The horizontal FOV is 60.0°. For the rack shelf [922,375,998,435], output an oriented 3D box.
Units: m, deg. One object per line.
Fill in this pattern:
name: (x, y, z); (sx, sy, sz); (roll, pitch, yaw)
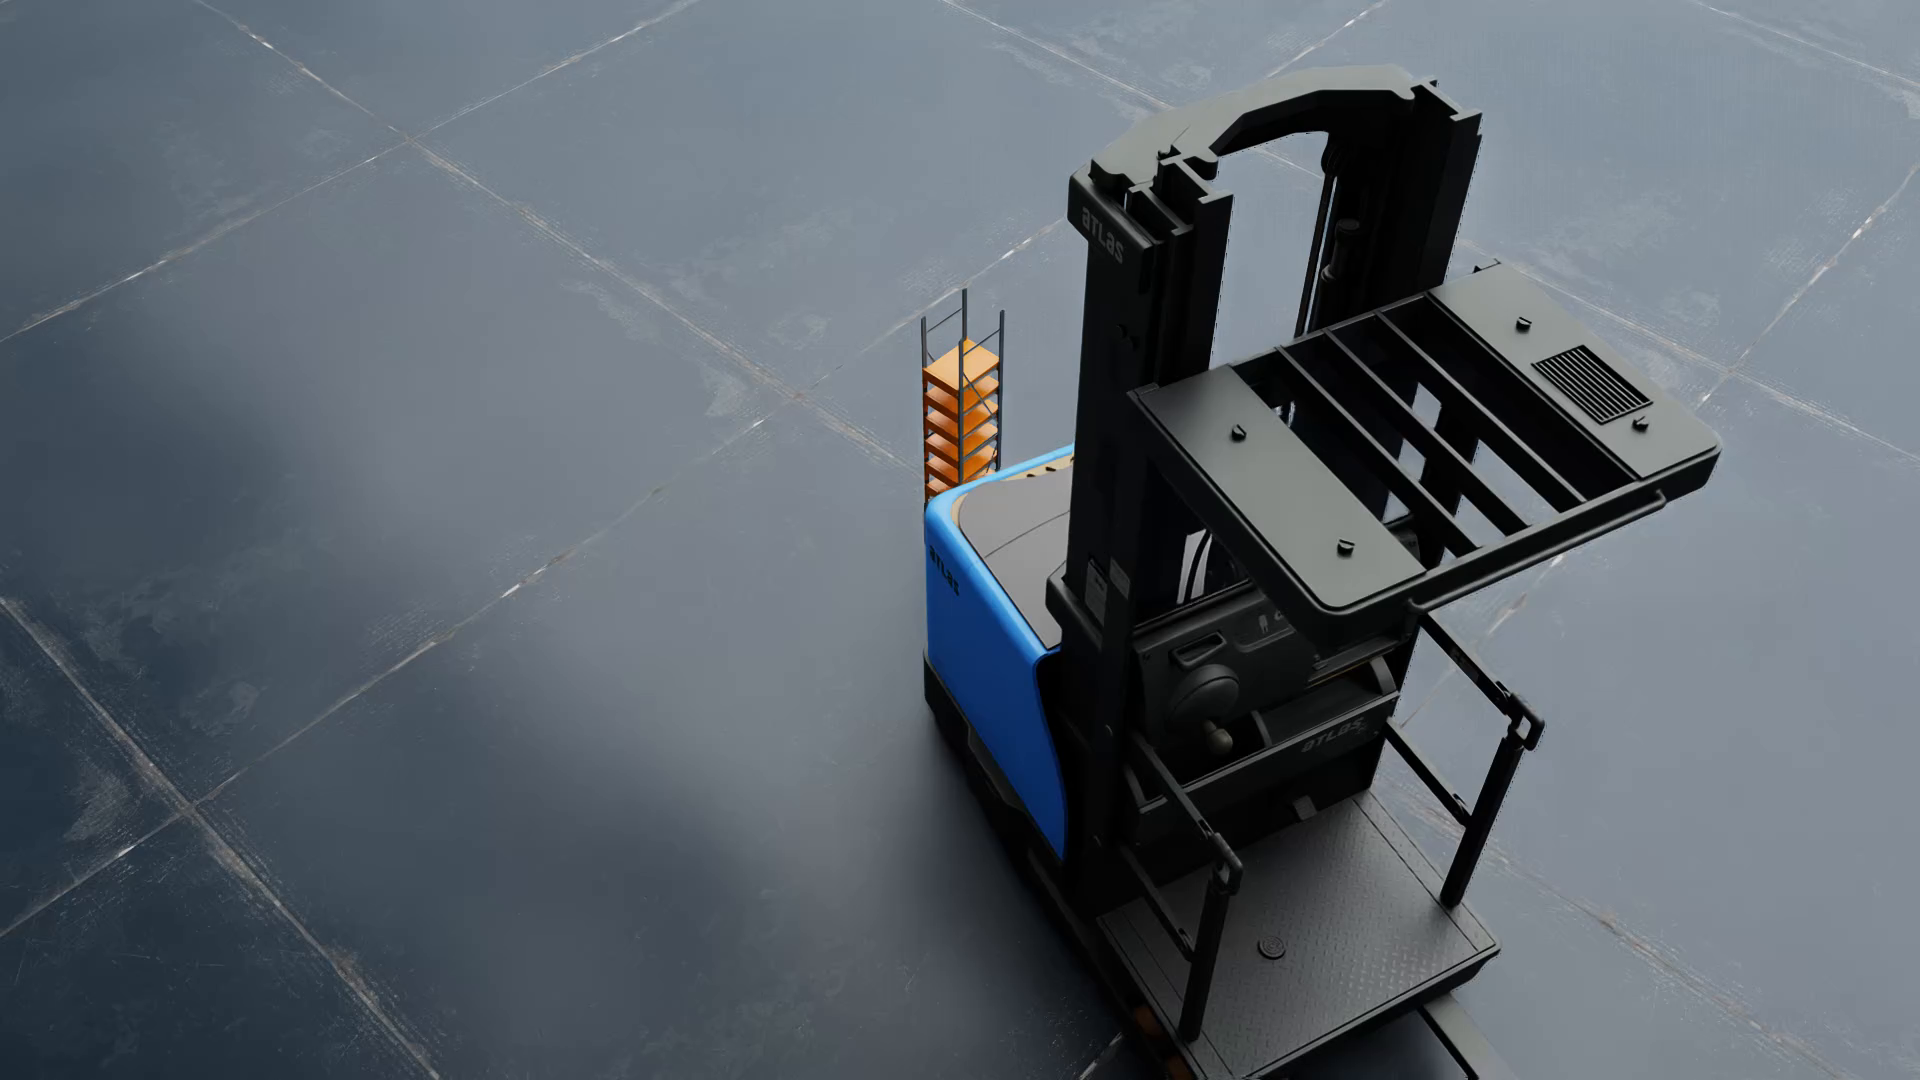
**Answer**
rack shelf: (0.011, -0.537, 6.272); (0.180, 0.103, 0.258); (34, 55, 28)

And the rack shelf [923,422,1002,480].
rack shelf: (0.011, -0.373, 6.447); (0.180, 0.103, 0.258); (34, 55, 28)

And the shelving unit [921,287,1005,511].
shelving unit: (0.011, -0.404, 6.414); (0.189, 1.200, 0.258); (34, 55, 28)

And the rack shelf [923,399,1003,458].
rack shelf: (0.011, -0.455, 6.359); (0.180, 0.103, 0.258); (34, 55, 28)

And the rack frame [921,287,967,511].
rack frame: (-0.057, -0.449, 6.457); (0.006, 1.200, 0.240); (34, 55, 28)

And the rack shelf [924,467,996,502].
rack shelf: (0.011, -0.209, 6.622); (0.180, 0.103, 0.258); (34, 55, 28)

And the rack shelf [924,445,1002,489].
rack shelf: (0.011, -0.291, 6.534); (0.180, 0.103, 0.258); (34, 55, 28)

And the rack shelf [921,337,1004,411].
rack shelf: (0.011, -0.620, 6.184); (0.180, 0.103, 0.258); (34, 55, 28)

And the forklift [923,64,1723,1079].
forklift: (0.997, 0.383, 4.488); (1.130, 2.935, 3.031); (-21, 50, -19)

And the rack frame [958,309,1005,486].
rack frame: (0.078, -0.358, 6.372); (0.006, 1.200, 0.240); (34, 55, 28)
